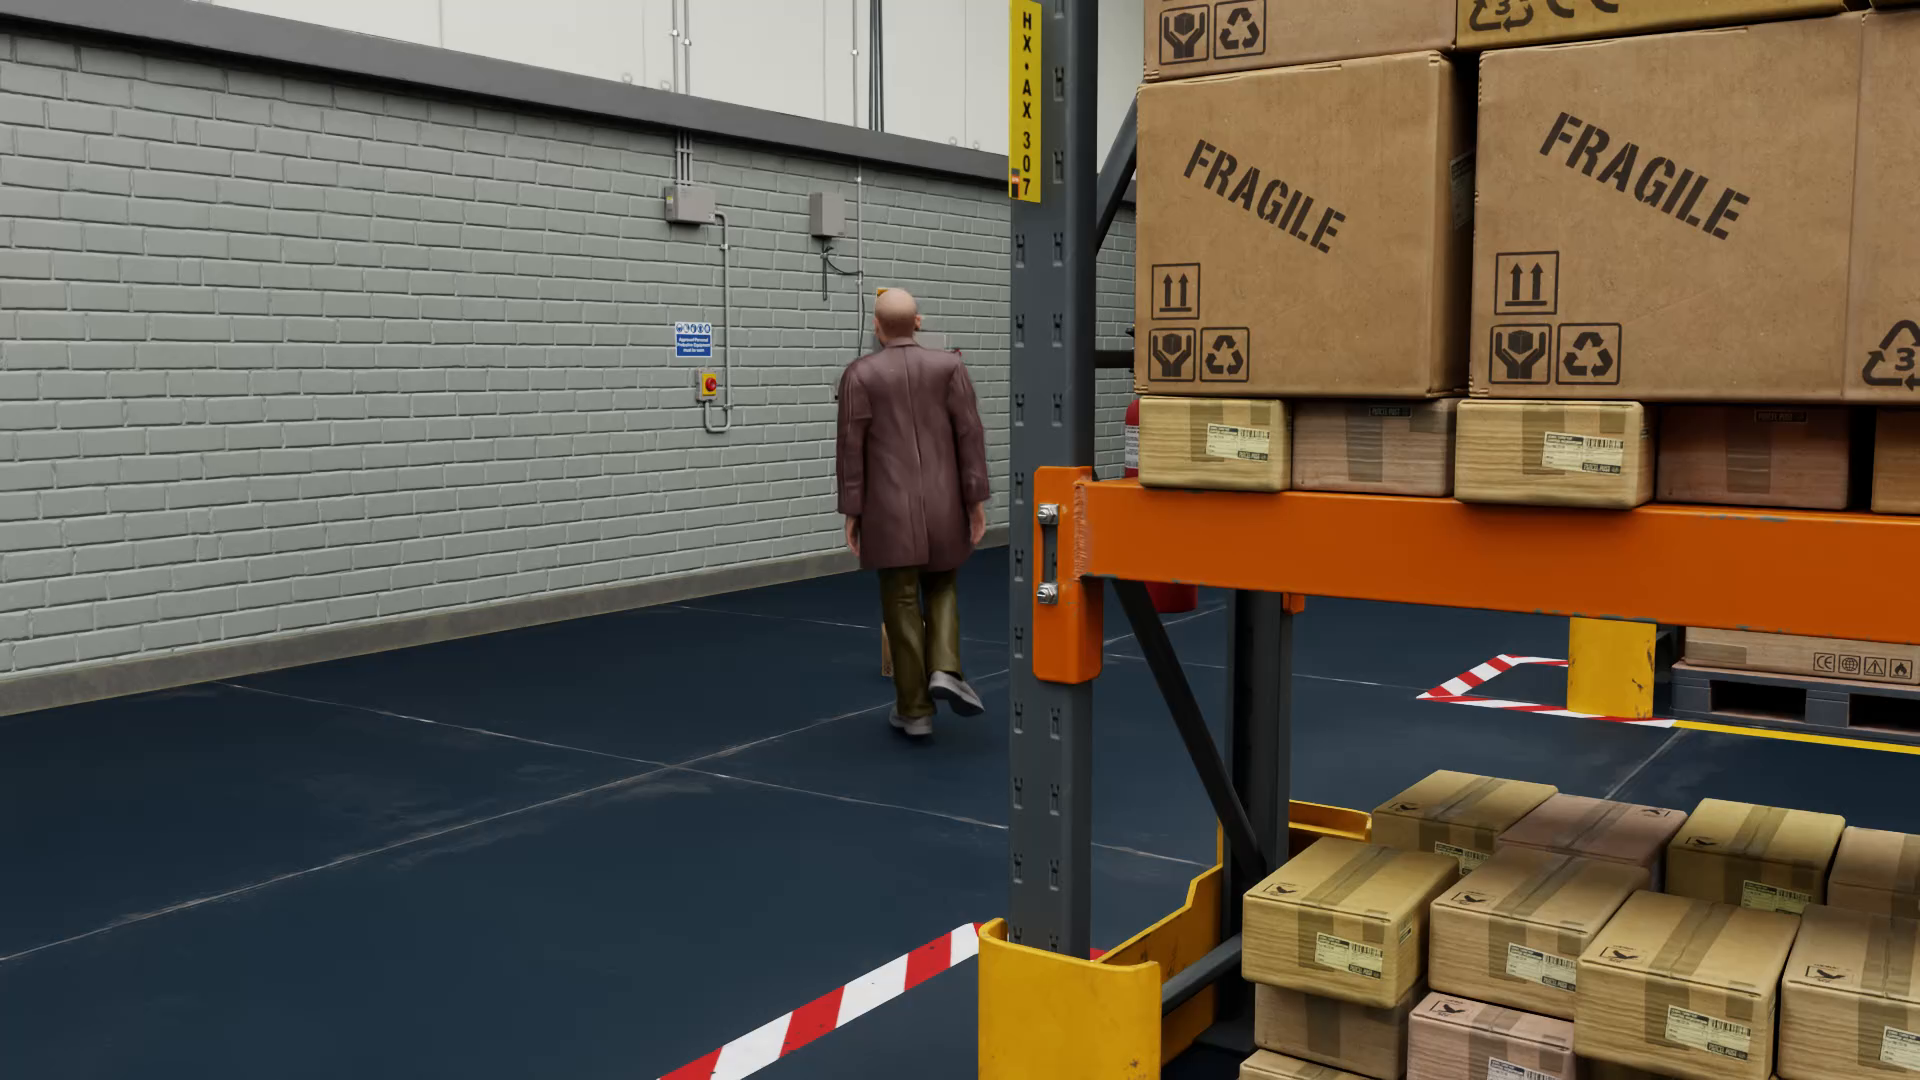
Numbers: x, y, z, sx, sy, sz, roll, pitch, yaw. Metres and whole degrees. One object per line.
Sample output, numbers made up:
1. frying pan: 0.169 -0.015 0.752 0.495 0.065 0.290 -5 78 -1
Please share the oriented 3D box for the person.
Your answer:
1. person: -0.187 -0.116 6.661 0.608 1.770 0.539 -2 6 -17
